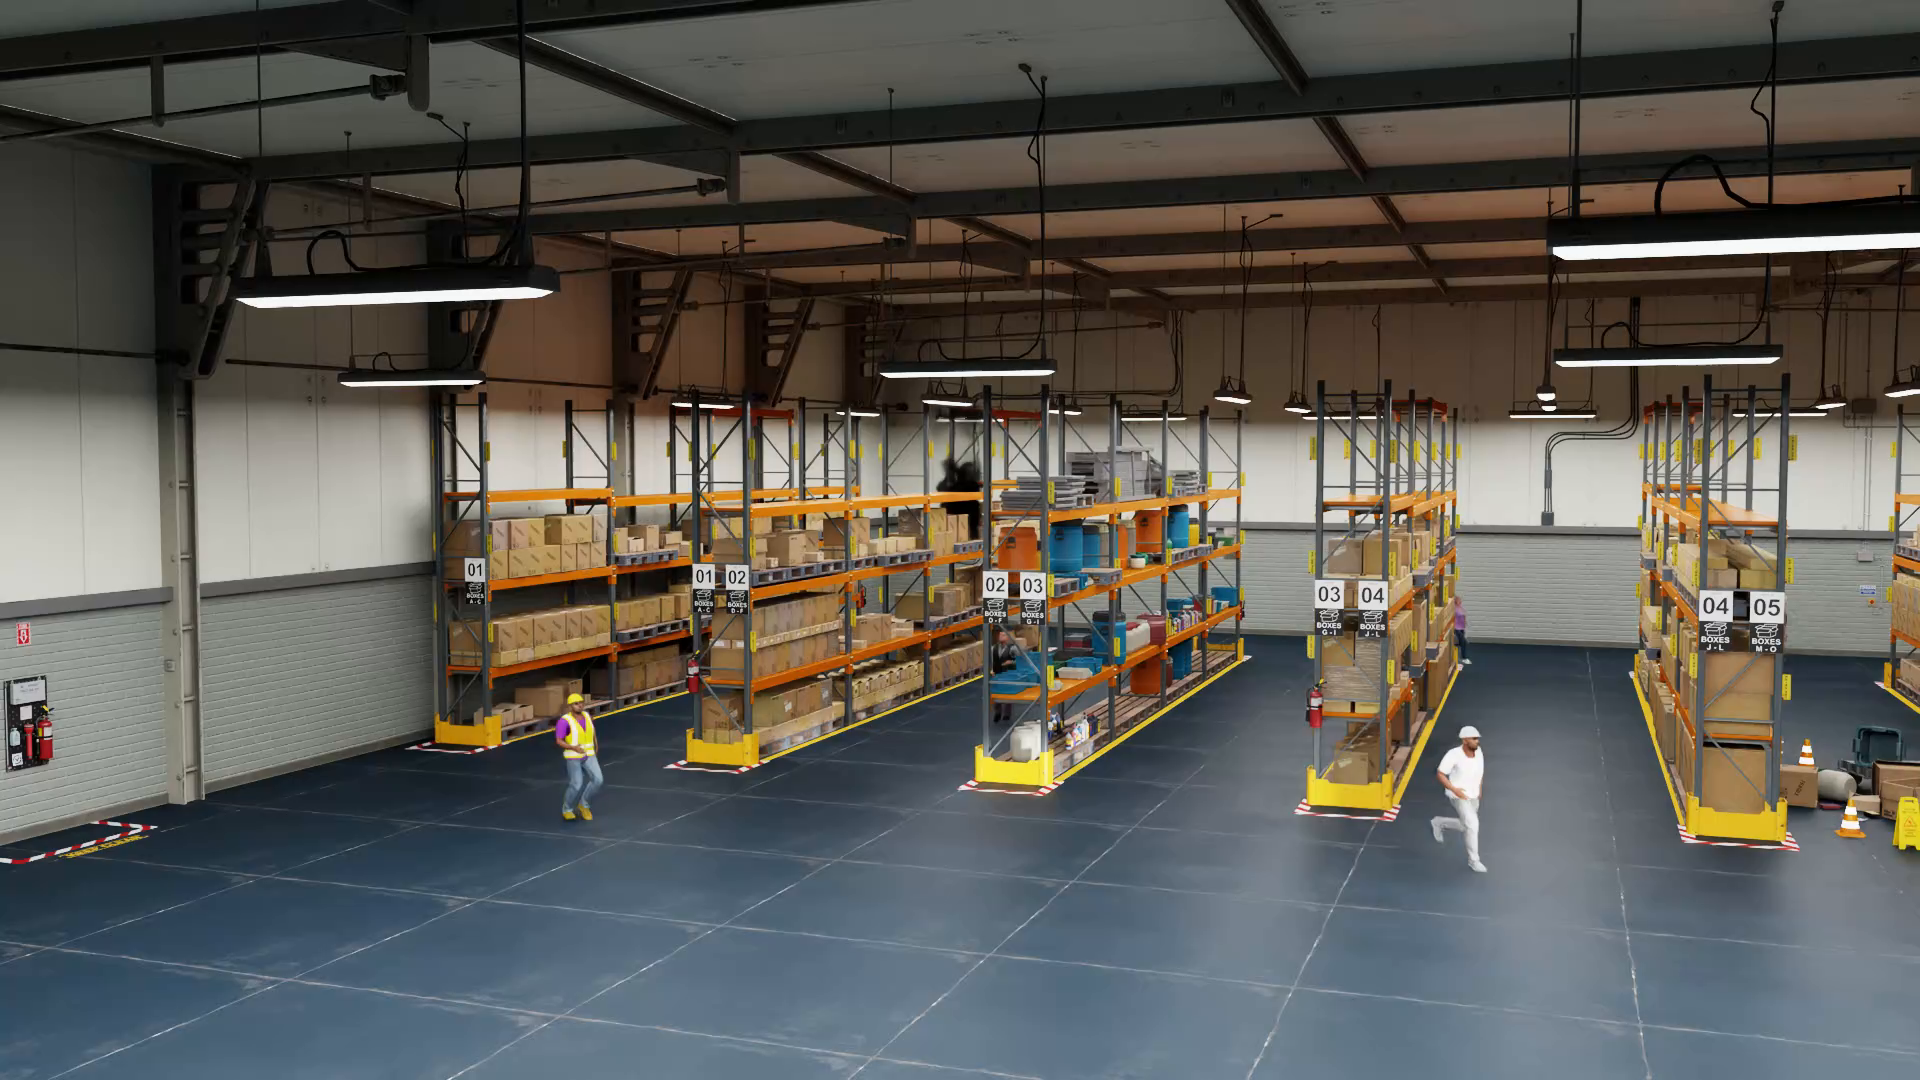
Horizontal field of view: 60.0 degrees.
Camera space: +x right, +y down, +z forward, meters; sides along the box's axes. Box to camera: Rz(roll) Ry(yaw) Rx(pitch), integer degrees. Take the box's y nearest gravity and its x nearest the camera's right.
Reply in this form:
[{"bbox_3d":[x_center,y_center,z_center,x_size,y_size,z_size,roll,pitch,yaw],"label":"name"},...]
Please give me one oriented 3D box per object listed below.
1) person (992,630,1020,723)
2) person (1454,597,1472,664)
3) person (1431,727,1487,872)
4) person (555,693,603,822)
[{"bbox_3d":[0.813,2.527,30.595,0.632,1.734,0.698,1,3,19],"label":"person"},{"bbox_3d":[11.774,2.130,39.462,0.585,1.577,0.756,-2,4,-34],"label":"person"},{"bbox_3d":[6.029,3.093,20.111,0.714,1.742,0.855,-2,4,-34],"label":"person"},{"bbox_3d":[-5.123,2.937,22.466,0.715,1.746,0.683,-3,4,-45],"label":"person"}]
